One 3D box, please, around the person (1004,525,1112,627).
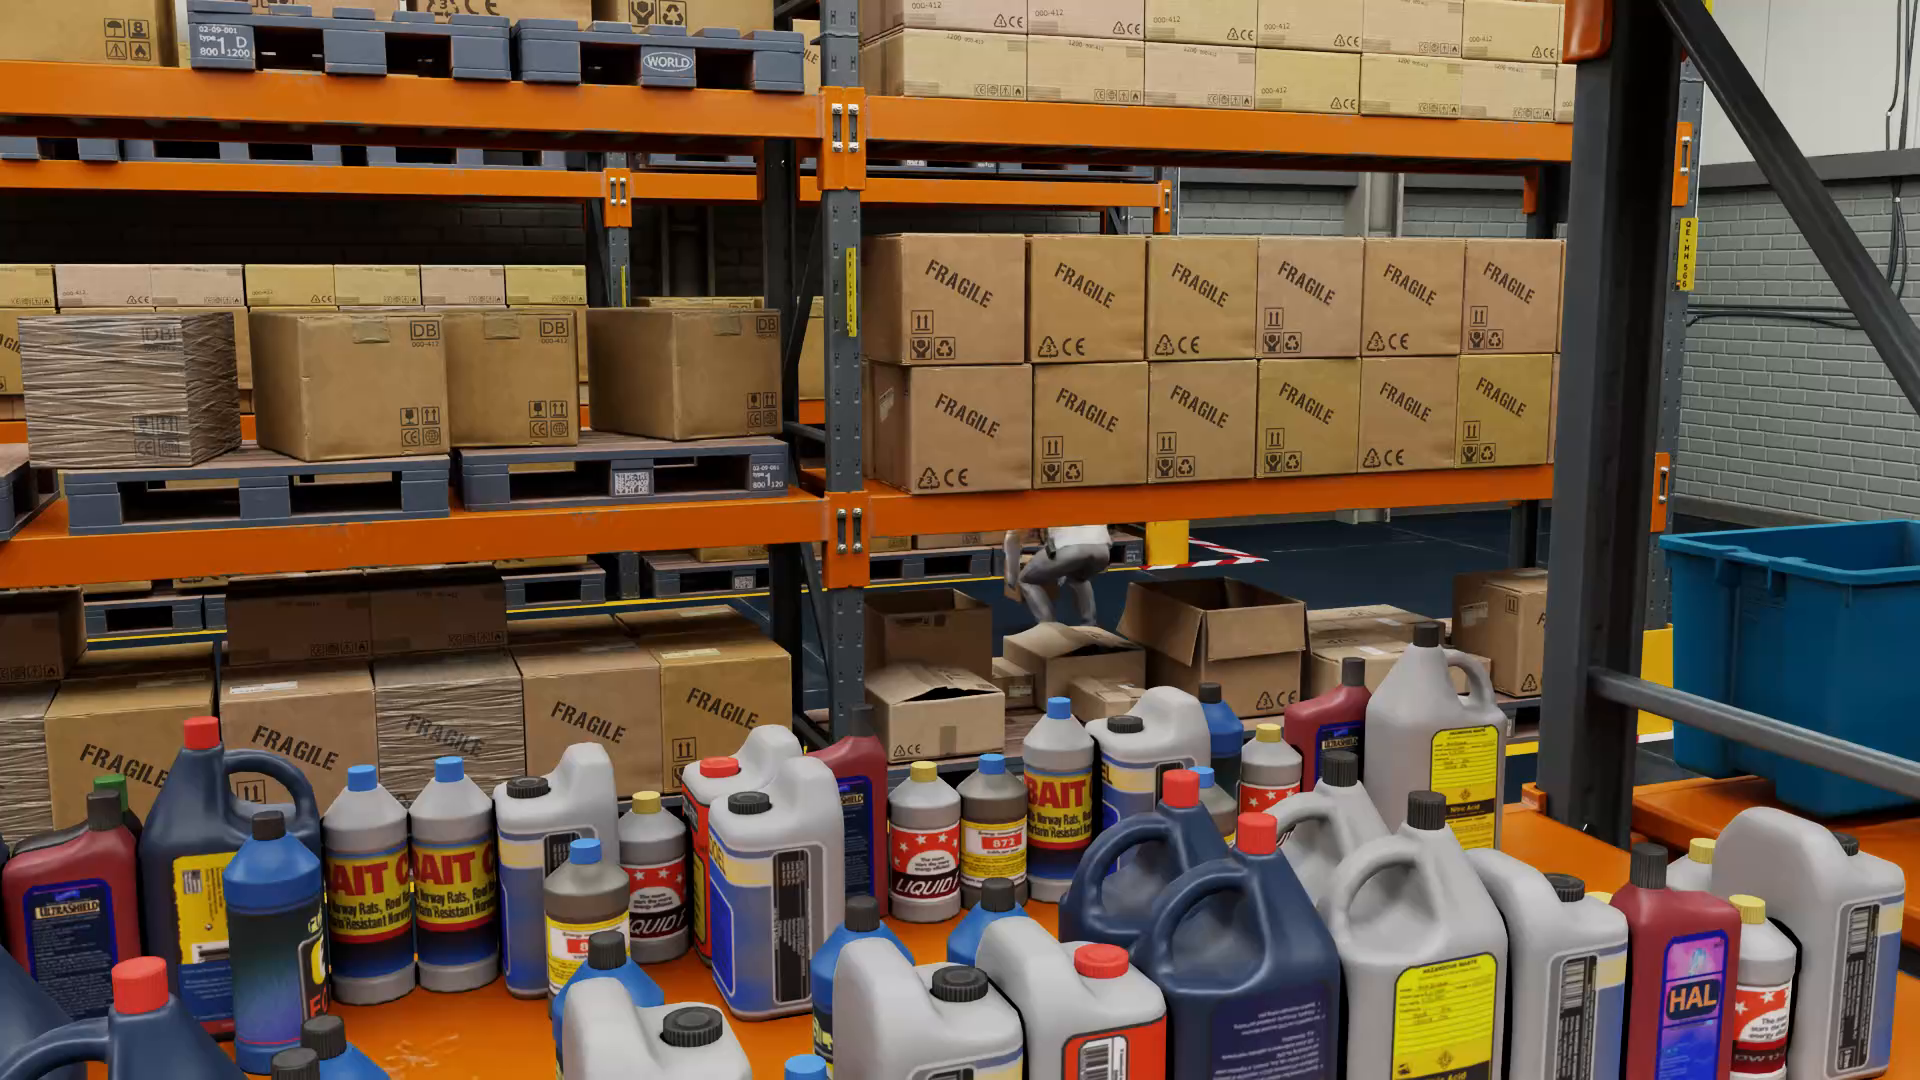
[{"bbox_3d":[0.552,0.052,9.730,0.516,1.139,0.802,-3,10,-21],"label":"person"}]
